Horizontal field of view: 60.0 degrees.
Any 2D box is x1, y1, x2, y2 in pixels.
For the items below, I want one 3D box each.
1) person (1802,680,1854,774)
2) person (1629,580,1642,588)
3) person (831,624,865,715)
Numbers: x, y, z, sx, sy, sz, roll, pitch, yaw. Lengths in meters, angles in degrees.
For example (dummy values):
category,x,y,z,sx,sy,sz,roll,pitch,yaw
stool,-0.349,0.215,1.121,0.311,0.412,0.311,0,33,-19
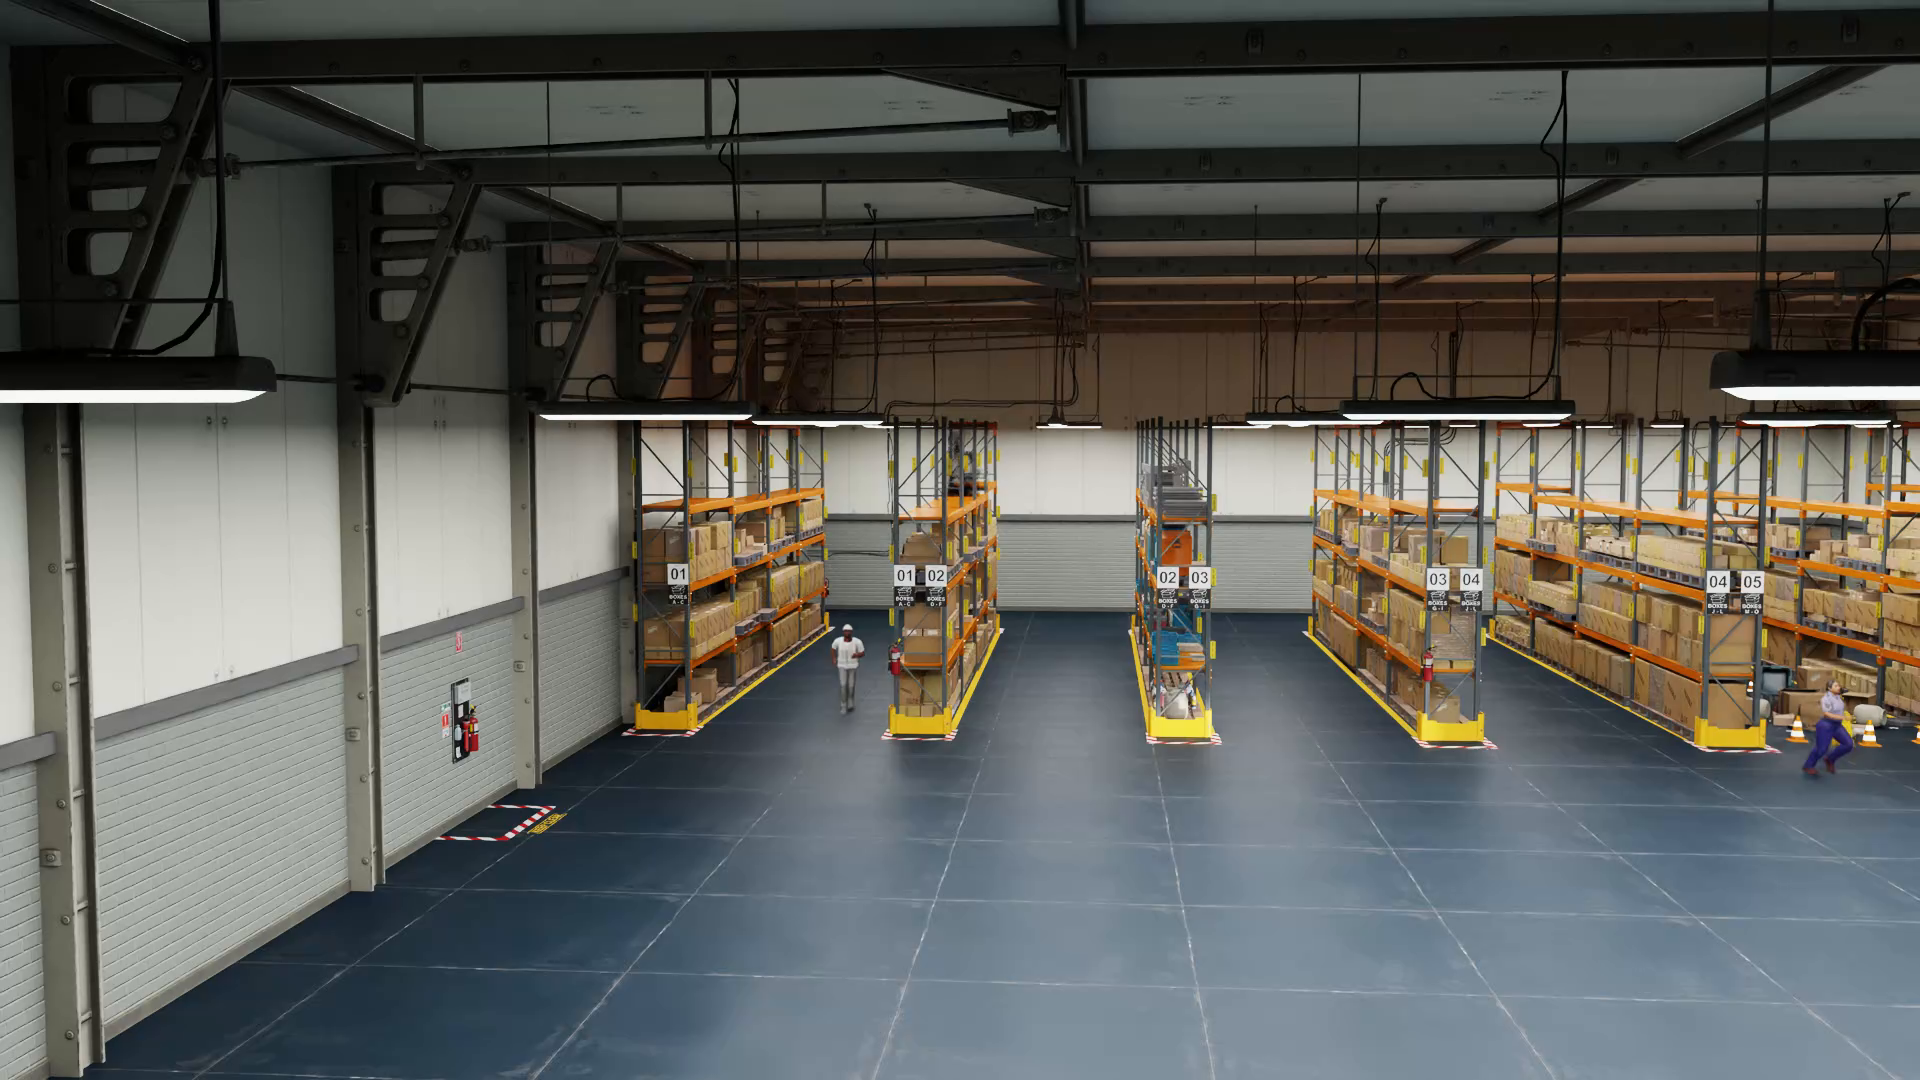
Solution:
category,x,y,z,sx,sy,sz,roll,pitch,yaw
person,14.444,3.102,27.559,0.621,1.600,0.800,-2,4,-33
person,19.268,1.792,47.310,0.750,1.685,0.736,1,4,8
person,-2.284,2.610,33.896,0.687,1.793,0.827,0,4,-3
